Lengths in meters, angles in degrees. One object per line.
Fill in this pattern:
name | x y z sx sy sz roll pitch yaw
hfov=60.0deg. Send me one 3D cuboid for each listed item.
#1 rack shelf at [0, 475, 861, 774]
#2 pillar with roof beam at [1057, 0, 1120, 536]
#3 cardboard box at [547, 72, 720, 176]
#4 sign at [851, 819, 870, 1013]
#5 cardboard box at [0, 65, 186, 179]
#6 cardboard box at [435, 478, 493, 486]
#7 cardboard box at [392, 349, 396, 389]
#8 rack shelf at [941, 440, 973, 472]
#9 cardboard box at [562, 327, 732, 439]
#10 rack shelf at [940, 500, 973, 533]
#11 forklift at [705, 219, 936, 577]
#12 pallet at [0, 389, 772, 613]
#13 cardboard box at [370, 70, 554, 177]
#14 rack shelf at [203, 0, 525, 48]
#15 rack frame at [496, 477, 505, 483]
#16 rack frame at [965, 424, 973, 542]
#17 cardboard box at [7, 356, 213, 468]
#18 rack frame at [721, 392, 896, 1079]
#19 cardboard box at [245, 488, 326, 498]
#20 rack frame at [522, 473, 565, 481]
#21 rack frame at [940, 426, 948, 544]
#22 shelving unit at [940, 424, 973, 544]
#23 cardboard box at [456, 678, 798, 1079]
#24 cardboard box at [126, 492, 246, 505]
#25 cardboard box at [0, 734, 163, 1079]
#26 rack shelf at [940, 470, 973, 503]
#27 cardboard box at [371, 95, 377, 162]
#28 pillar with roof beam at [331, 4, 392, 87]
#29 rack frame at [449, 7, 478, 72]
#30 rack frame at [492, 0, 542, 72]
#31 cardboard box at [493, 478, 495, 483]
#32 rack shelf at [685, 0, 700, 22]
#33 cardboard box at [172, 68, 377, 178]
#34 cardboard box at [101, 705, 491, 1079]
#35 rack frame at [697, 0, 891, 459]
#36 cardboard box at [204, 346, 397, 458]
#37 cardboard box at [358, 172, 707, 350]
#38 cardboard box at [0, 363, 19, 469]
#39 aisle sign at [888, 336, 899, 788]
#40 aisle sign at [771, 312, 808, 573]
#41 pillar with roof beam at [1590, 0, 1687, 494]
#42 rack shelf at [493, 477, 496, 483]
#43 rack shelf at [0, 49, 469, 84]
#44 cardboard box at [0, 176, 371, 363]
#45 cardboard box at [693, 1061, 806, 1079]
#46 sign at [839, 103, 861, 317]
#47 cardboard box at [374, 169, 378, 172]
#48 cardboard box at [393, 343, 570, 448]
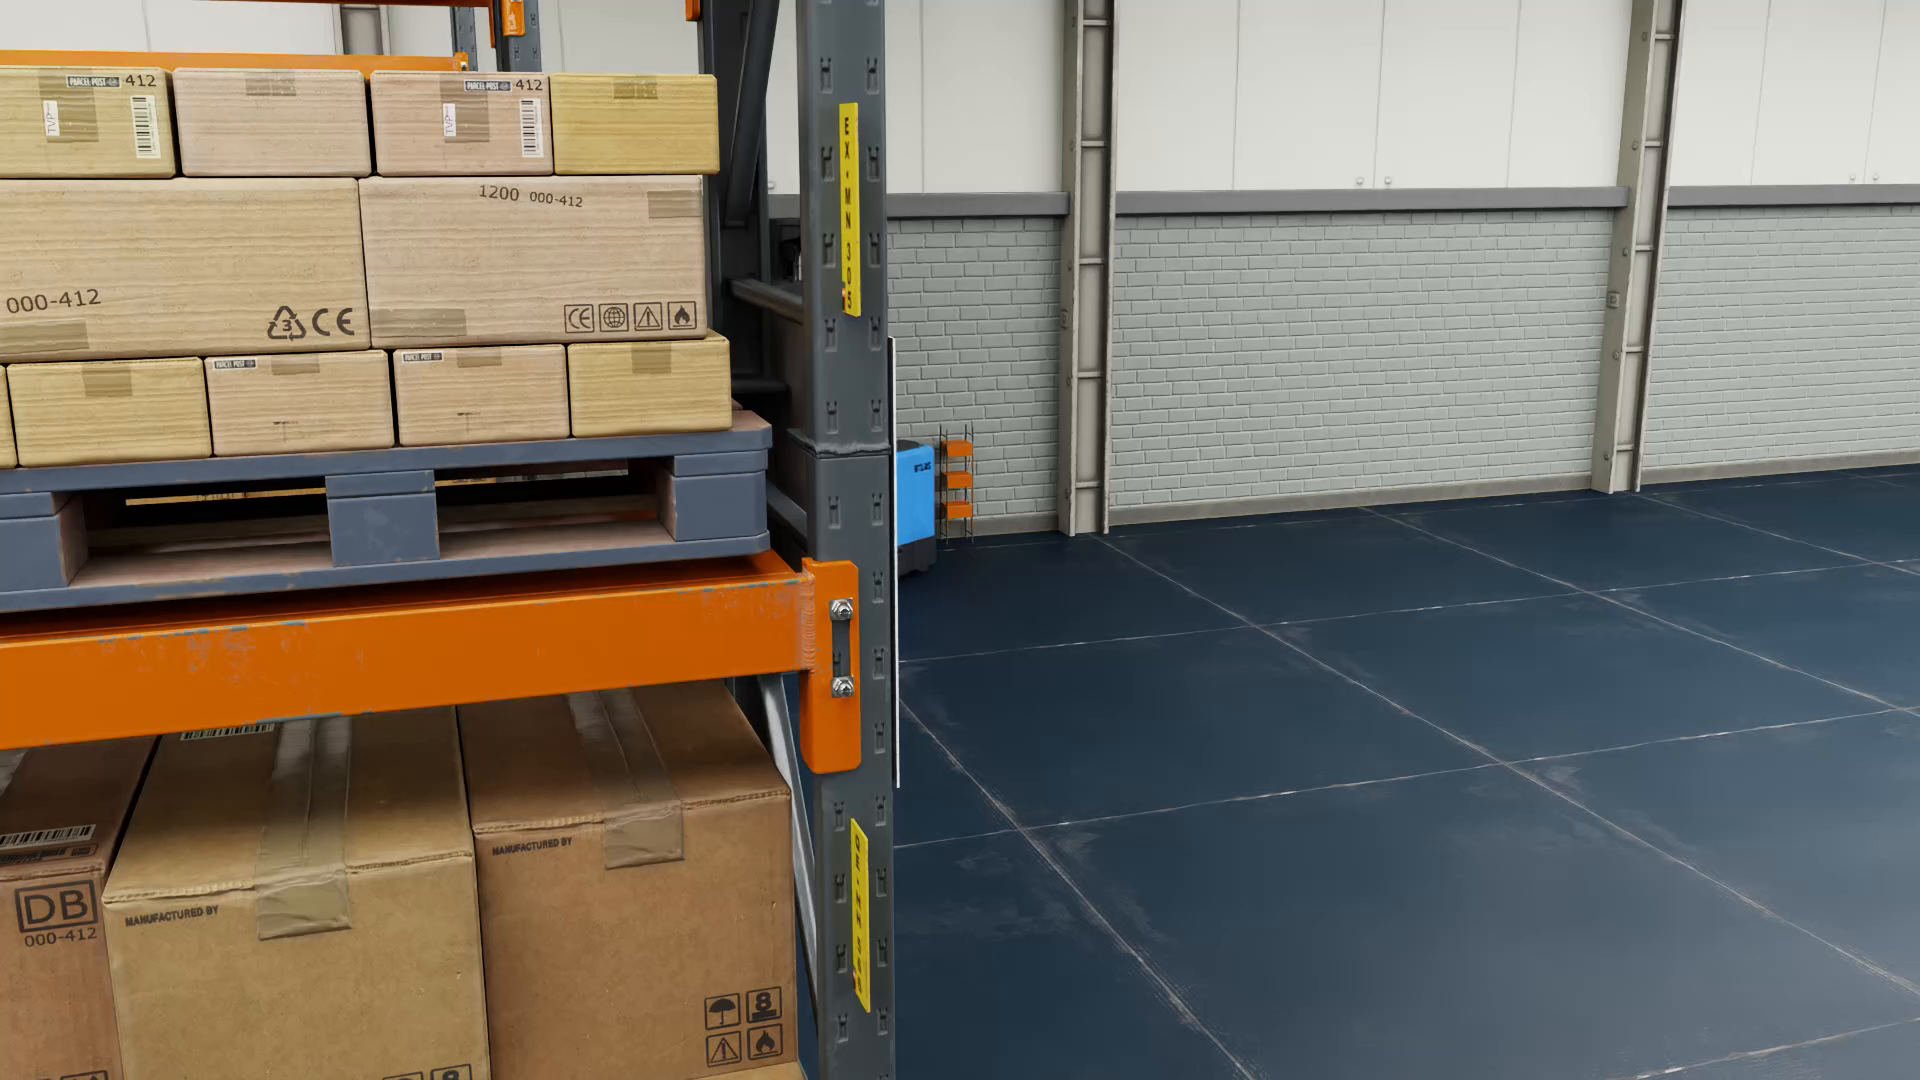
rack shelf | -2.230 0.251 2.679 4.000 0.370 1.077 -4 14 -18
pillar with roof beam | 2.517 -3.518 10.485 0.400 9.000 9.100 -4 14 -18
cardboard box | -0.545 -0.666 2.676 0.250 0.149 0.380 -4 14 -18
sign | -0.174 0.654 2.898 0.005 0.325 0.100 -4 14 -18
cardboard box | -1.270 -0.610 2.438 0.250 0.149 0.380 -4 14 -17
cardboard box | -2.423 -0.460 7.575 0.500 0.500 0.700 -5 14 -19
cardboard box | -1.003 -0.404 3.295 0.250 0.149 0.380 -4 14 -18
rack shelf | -0.032 -0.767 14.913 0.240 0.259 0.215 -5 15 -19
cardboard box | -0.541 -0.279 2.770 0.250 0.149 0.380 -4 14 -18
rack shelf | -0.033 -0.221 15.046 0.240 0.259 0.215 -5 15 -19
forklift | -1.504 -0.972 12.897 1.130 2.935 3.031 10 17 37
pallet | -1.034 -0.147 2.987 1.213 0.211 1.003 -4 14 -18
cardboard box | -0.782 -0.648 2.599 0.250 0.149 0.380 -4 14 -18
rack shelf | -3.904 -2.285 6.865 4.000 0.370 1.077 -4 14 -18
rack frame | -3.595 -0.954 12.672 0.127 3.000 1.000 -4 14 -18
rack frame | 0.082 -0.511 15.017 0.008 1.050 0.200 -5 15 -19
cardboard box | -1.263 -0.223 2.534 0.250 0.149 0.380 -4 14 -18
rack frame | -0.334 1.212 3.564 0.127 3.000 1.000 -4 14 -18
cardboard box | -2.905 -0.424 7.425 0.500 0.500 0.700 -4 14 -18
rack frame | -2.009 0.134 8.096 0.127 3.000 1.000 -4 14 -18
rack frame | -0.148 -0.492 14.938 0.008 1.050 0.200 -5 15 -19
shelving unit | -0.033 -0.501 14.978 0.252 1.050 0.215 -5 15 -19
cardboard box | -0.698 0.633 3.342 0.550 0.550 0.875 -4 14 -18
cardboard box | -3.356 -0.364 7.172 0.500 0.500 0.700 -5 14 -19
cardboard box | -1.764 0.705 3.038 0.550 0.550 0.875 -4 14 -18
rack shelf | -0.033 -0.491 14.980 0.240 0.259 0.215 -5 15 -19
cardboard box | -1.232 -0.773 3.126 0.250 0.149 0.380 -5 14 -19
pillar with roof beam | -3.170 -3.075 8.623 0.400 9.000 9.100 -4 14 -18
rack frame | -3.595 -3.873 11.978 0.127 3.000 1.000 -4 14 -18
rack frame | -2.009 -2.784 7.402 0.127 3.000 1.000 -4 14 -18
cardboard box | -2.546 -0.085 8.159 0.500 0.500 0.500 -5 14 -19
rack shelf | -2.230 -1.014 2.378 4.000 0.370 1.077 -4 14 -18
cardboard box | -1.025 -0.629 2.520 0.250 0.149 0.380 -4 14 -17
cardboard box | -1.190 0.694 3.086 0.550 0.550 0.875 -4 14 -18
rack frame | -0.334 -1.706 2.869 0.127 3.000 1.000 -4 14 -18
cardboard box | -1.023 -0.241 2.612 0.250 0.149 0.380 -4 14 -17
cardboard box | -0.709 -0.474 2.730 0.500 0.250 0.500 -4 14 -17
cardboard box | -1.506 -0.204 2.454 0.250 0.149 0.380 -5 14 -19
aisle sign | -0.171 0.008 3.008 0.004 0.787 0.394 -4 14 -18
aisle sign | -0.363 -0.123 3.561 0.004 0.787 0.394 -4 14 -18
pillar with roof beam | 8.204 -3.960 12.347 0.400 9.000 9.100 -4 14 -18
rack shelf | -5.491 -0.457 12.135 4.000 0.370 1.077 -4 14 -18
rack shelf | -5.491 -3.181 11.487 4.000 0.370 1.077 -4 14 -18
cardboard box | -1.183 -0.437 2.575 0.500 0.250 0.500 -4 14 -18
cardboard box | -0.671 1.177 3.389 0.550 0.550 0.875 -4 14 -18
sign | -0.174 -0.519 2.618 0.005 0.325 0.100 -4 14 -18
cardboard box | -0.873 -0.592 3.226 0.500 0.250 0.500 -4 14 -18
cardboard box | -0.780 -0.260 2.692 0.250 0.149 0.380 -4 14 -18
